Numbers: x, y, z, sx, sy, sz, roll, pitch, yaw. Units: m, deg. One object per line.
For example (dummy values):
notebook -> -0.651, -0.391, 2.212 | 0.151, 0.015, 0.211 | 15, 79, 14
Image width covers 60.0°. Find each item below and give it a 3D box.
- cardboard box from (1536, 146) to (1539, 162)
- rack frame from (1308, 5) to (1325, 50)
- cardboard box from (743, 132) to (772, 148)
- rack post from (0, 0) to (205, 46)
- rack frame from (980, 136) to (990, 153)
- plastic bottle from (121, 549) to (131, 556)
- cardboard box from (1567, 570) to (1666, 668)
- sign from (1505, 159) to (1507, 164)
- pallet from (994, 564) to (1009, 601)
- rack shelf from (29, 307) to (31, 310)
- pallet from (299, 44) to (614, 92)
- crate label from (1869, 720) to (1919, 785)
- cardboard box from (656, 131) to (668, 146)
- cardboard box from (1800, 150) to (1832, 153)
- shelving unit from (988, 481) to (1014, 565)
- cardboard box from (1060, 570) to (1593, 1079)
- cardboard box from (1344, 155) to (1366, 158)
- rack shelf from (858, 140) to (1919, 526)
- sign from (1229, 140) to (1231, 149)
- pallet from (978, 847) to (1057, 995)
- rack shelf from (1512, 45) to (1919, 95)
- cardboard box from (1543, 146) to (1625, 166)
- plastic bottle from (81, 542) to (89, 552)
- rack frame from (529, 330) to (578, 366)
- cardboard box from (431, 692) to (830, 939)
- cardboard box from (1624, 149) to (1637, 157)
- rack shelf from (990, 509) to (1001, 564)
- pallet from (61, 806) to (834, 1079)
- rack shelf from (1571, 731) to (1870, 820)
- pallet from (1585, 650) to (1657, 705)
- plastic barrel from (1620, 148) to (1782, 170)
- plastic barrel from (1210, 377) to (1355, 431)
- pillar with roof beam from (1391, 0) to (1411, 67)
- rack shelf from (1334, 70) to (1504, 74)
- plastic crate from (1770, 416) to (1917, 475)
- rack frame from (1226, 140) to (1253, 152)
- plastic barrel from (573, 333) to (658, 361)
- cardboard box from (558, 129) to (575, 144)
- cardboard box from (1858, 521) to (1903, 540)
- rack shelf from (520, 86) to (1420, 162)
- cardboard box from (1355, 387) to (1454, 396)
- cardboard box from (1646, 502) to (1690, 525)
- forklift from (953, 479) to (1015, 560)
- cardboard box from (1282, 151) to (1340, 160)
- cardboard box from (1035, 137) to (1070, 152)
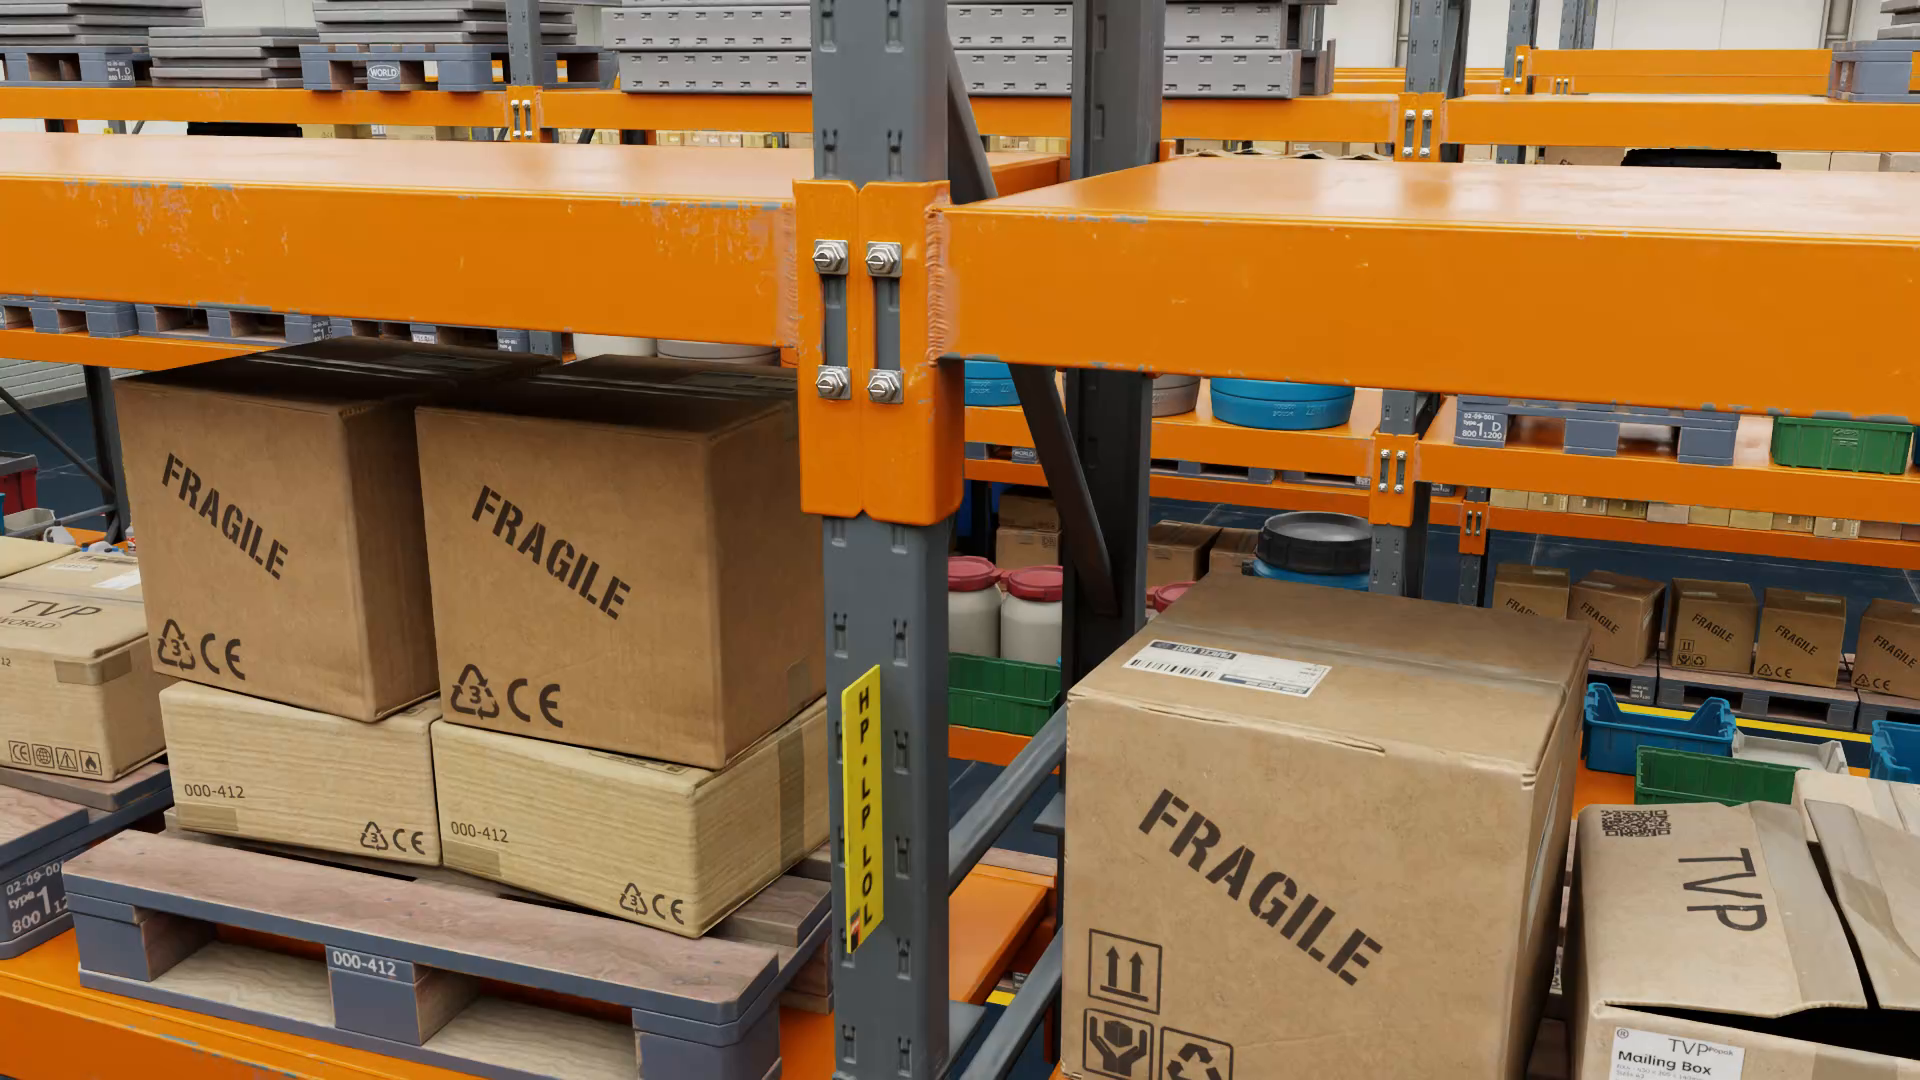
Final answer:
cardboard box -> 6.958, -4.863, 20.757 | 0.500, 0.250, 0.500 | 6, 17, 19
rack frame -> 5.451, -7.707, 25.658 | 0.127, 3.000, 1.000 | 6, 17, 21
cardboard box -> -2.201, -4.415, 18.353 | 0.250, 0.149, 0.380 | 5, 17, 18
rack post -> -4.769, -2.843, 9.039 | 0.954, 0.300, 0.937 | 6, 17, 20
rack frame -> -0.003, -3.849, 12.369 | 0.127, 3.000, 1.000 | 6, 17, 21
plastic bottle -> -4.882, 0.152, 9.703 | 0.097, 0.201, 0.097 | 0, 16, 0
cardboard box -> 4.611, 0.548, 11.714 | 0.500, 0.500, 0.500 | 13, 21, 38
sign -> 3.518, -2.293, 10.753 | 0.005, 0.325, 0.100 | 6, 17, 21
pallet -> 0.723, 0.451, 13.317 | 1.213, 0.211, 1.003 | 6, 17, 21
rack shelf -> -7.402, -1.393, 10.577 | 4.000, 0.370, 1.077 | 6, 17, 21
pallet -> -2.480, -2.364, 8.308 | 1.003, 0.211, 1.213 | 6, 17, 21
crate label -> 3.810, 1.000, 6.363 | 0.616, 0.435, 0.502 | 6, 17, 21
cardboard box -> -3.414, -4.540, 18.786 | 0.250, 0.149, 0.380 | 6, 17, 20
cardboard box -> 7.496, -3.481, 14.568 | 0.250, 0.149, 0.380 | 6, 17, 21
shelving unit -> 0.527, -0.732, 13.914 | 0.503, 2.100, 0.431 | 5, 18, 32
cardboard box -> 0.452, 0.372, 2.024 | 0.500, 0.500, 0.500 | 8, 18, 25
cardboard box -> 3.969, -3.707, 16.568 | 0.258, 0.266, 0.396 | 6, 17, 21
rack shelf -> 1.940, -0.129, 1.562 | 4.000, 0.370, 1.077 | 6, 17, 21
sign -> 3.422, -5.122, 21.064 | 0.005, 0.325, 0.100 | 6, 17, 21
pallet -> 0.017, 1.870, 8.430 | 1.213, 0.211, 1.003 | 6, 17, 21
rack shelf -> 5.579, -2.888, 10.355 | 4.000, 0.370, 1.077 | 6, 17, 21
cardboard box -> 4.230, -2.451, 11.322 | 0.500, 0.500, 0.500 | 6, 17, 19
plastic bottle -> -5.028, 0.148, 9.592 | 0.097, 0.271, 0.097 | 0, 16, 0
rack frame -> -1.820, 0.316, 8.780 | 0.127, 3.000, 1.000 | 6, 17, 21
cardboard box -> -0.490, 0.374, 2.717 | 0.500, 0.250, 0.500 | 8, 18, 26
cardboard box -> 5.984, -3.474, 15.257 | 0.500, 0.250, 0.500 | 6, 17, 21
rack shelf -> 0.589, -0.046, 14.100 | 0.480, 0.518, 0.431 | 5, 18, 32
pallet -> -0.745, 0.574, 2.855 | 1.217, 0.209, 0.805 | 6, 17, 18
rack shelf -> 3.761, 1.276, 6.766 | 4.000, 0.370, 1.077 | 6, 17, 21
pallet -> 4.356, 0.840, 11.979 | 1.213, 0.211, 1.003 | 6, 17, 21
plastic barrel -> 2.787, -1.028, 6.378 | 0.708, 0.901, 0.600 | 6, 17, 21
plastic barrel -> 1.348, -0.952, 6.868 | 0.708, 0.901, 0.600 | 6, 17, 21
pillar with roof beam -> 5.415, -6.691, 22.158 | 0.400, 9.000, 9.100 | 6, 17, 21
rack shelf -> 5.494, -5.677, 20.673 | 4.000, 0.370, 1.077 | 6, 17, 21
plastic crate -> 3.269, -0.381, 6.183 | 0.450, 0.188, 0.336 | 6, 17, 21
rack frame -> 3.633, -6.420, 21.222 | 0.127, 3.000, 1.000 | 6, 17, 21
plastic barrel -> -1.644, -1.067, 7.963 | 0.421, 0.512, 0.421 | 0, 16, 0
cardboard box -> -4.631, -4.668, 19.226 | 0.250, 0.149, 0.380 | 7, 17, 21
cardboard box -> 5.929, -0.128, 10.763 | 0.250, 0.149, 0.380 | 6, 17, 21
rack shelf -> 0.040, -1.823, 7.395 | 4.000, 0.370, 1.077 | 6, 17, 21
cardboard box -> 3.030, -1.166, 12.058 | 1.000, 1.000, 1.000 | 6, 17, 21
cardboard box -> 4.732, -0.232, 11.119 | 0.250, 0.149, 0.380 | 6, 17, 21
forklift -> -0.251, -1.567, 15.392 | 1.130, 2.935, 3.031 | -7, 18, -23
cardboard box -> 3.447, -3.657, 16.313 | 0.500, 0.311, 0.500 | 6, 17, 20
cardboard box -> 0.957, -4.123, 17.140 | 0.258, 0.266, 0.396 | 6, 17, 21
